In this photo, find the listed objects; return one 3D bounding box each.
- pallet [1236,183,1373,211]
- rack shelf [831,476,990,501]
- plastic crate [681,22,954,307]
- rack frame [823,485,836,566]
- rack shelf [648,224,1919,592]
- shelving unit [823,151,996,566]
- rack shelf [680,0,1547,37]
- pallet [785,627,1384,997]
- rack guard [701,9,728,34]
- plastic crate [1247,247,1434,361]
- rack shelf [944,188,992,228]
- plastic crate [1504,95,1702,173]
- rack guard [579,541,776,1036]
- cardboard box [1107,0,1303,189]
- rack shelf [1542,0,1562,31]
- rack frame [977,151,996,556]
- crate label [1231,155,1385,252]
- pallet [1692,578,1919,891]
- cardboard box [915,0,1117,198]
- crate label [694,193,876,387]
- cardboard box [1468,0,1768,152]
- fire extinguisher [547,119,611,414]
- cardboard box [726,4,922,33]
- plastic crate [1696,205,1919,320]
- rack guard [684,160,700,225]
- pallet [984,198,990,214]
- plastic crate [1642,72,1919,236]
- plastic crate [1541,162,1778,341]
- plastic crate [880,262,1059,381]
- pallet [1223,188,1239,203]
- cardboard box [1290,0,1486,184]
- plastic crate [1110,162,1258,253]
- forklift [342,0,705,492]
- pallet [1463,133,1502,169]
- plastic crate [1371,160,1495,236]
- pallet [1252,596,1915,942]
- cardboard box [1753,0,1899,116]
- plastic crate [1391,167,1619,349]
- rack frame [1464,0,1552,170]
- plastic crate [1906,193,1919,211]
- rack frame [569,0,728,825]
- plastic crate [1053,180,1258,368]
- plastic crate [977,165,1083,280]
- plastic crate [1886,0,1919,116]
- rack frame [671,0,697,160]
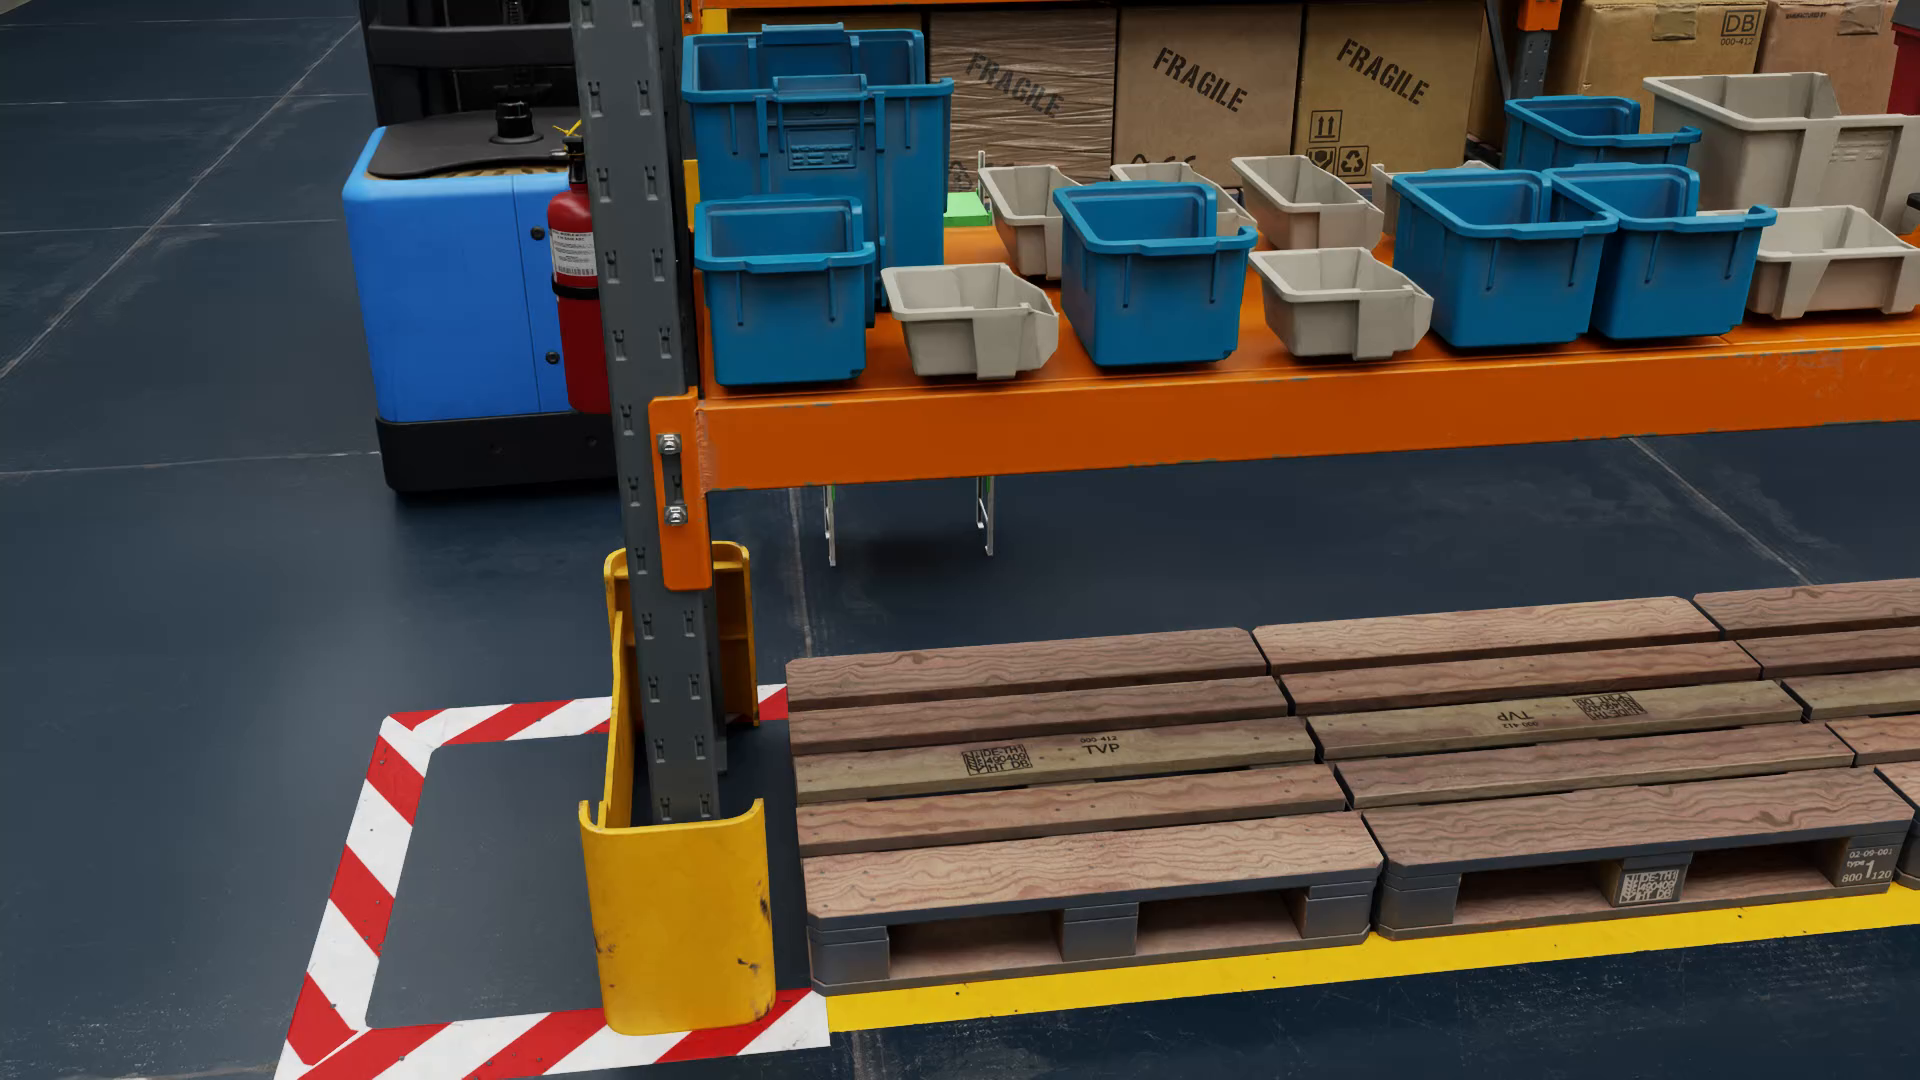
[{"bbox_3d":[1.908,-1.863,8.649,1.213,0.211,1.003,-4,27,-7],"label":"pallet"},{"bbox_3d":[-0.164,-0.253,5.094,0.480,0.148,0.258,-4,27,-7],"label":"rack shelf"},{"bbox_3d":[-0.294,-0.771,3.363,0.499,0.435,0.616,-4,27,-7],"label":"plastic crate"},{"bbox_3d":[-0.406,-0.508,4.925,0.015,1.200,0.240,-4,27,-7],"label":"rack frame"},{"bbox_3d":[1.381,-0.430,3.591,4.000,0.370,1.077,-4,27,-7],"label":"rack shelf"},{"bbox_3d":[-0.164,-0.523,4.956,0.503,1.200,0.258,-4,27,-7],"label":"shelving unit"},{"bbox_3d":[0.691,-2.669,7.955,4.000,0.370,1.077,-4,27,-7],"label":"rack shelf"},{"bbox_3d":[0.223,0.583,3.883,1.213,0.211,1.003,-4,27,-7],"label":"pallet"},{"bbox_3d":[-1.805,-4.003,12.505,0.348,0.500,1.175,-4,27,-7],"label":"rack guard"},{"bbox_3d":[0.692,-0.425,3.017,0.298,0.136,0.250,-4,27,-7],"label":"plastic crate"},{"bbox_3d":[-0.164,-0.894,4.766,0.480,0.148,0.258,-4,27,-7],"label":"rack shelf"},{"bbox_3d":[1.398,-0.822,3.684,0.300,0.233,0.416,-4,27,-7],"label":"plastic crate"},{"bbox_3d":[-0.621,0.496,3.735,0.348,0.500,1.175,-4,27,-7],"label":"rack guard"},{"bbox_3d":[1.115,-2.295,8.304,0.875,0.875,0.875,-4,27,-7],"label":"cardboard box"},{"bbox_3d":[4.652,-2.924,8.450,4.000,0.370,1.077,-4,27,-7],"label":"rack shelf"},{"bbox_3d":[0.078,-0.539,4.986,0.015,1.200,0.240,-4,27,-7],"label":"rack frame"},{"bbox_3d":[0.744,-0.707,3.565,0.243,0.136,0.396,-4,27,-7],"label":"crate label"},{"bbox_3d":[2.639,0.427,4.186,1.213,0.211,1.003,-4,27,-7],"label":"pallet"},{"bbox_3d":[0.234,-2.238,8.194,0.875,0.875,0.875,-4,27,-7],"label":"cardboard box"},{"bbox_3d":[-0.309,-0.442,2.944,0.303,0.233,0.416,-4,27,-7],"label":"crate label"},{"bbox_3d":[3.302,-2.408,8.524,0.875,0.875,1.225,-4,27,-7],"label":"cardboard box"},{"bbox_3d":[-0.812,-0.619,3.663,0.183,0.674,0.296,-4,27,-7],"label":"fire extinguisher"},{"bbox_3d":[-0.667,-2.181,8.081,0.875,0.875,0.875,-4,27,-7],"label":"cardboard box"},{"bbox_3d":[1.679,-0.540,3.240,0.466,0.136,0.293,-4,27,-7],"label":"plastic crate"},{"bbox_3d":[-1.313,-1.748,8.110,0.348,0.500,1.175,-4,27,-7],"label":"rack guard"},{"bbox_3d":[-0.509,-1.708,8.347,1.213,0.211,1.003,-4,27,-7],"label":"pallet"},{"bbox_3d":[1.824,-0.838,3.661,0.530,0.282,0.437,-4,27,-7],"label":"plastic crate"},{"bbox_3d":[1.292,-0.545,3.144,0.300,0.233,0.416,-4,27,-7],"label":"plastic crate"},{"bbox_3d":[0.020,-0.382,2.932,0.298,0.136,0.250,-4,27,-7],"label":"plastic crate"},{"bbox_3d":[0.697,-1.784,8.495,1.213,0.211,1.003,-4,27,-7],"label":"pallet"},{"bbox_3d":[2.007,-2.352,8.416,0.875,0.875,0.875,-4,27,-7],"label":"cardboard box"},{"bbox_3d":[0.472,-0.678,3.509,0.243,0.136,0.396,-4,27,-7],"label":"plastic crate"},{"bbox_3d":[-1.631,-2.110,6.152,1.130,2.935,3.031,-5,28,-9],"label":"forklift"},{"bbox_3d":[3.425,-1.959,8.837,1.213,0.211,1.003,-4,27,-7],"label":"pallet"},{"bbox_3d":[1.035,-0.734,3.618,0.250,0.136,0.298,-4,27,-7],"label":"plastic crate"},{"bbox_3d":[1.428,0.507,4.032,1.213,0.211,1.003,-4,27,-7],"label":"pallet"},{"bbox_3d":[4.187,-2.465,8.636,0.875,0.875,1.225,-5,28,-9],"label":"cardboard box"},{"bbox_3d":[0.995,-0.526,3.107,0.300,0.233,0.416,-4,27,-7],"label":"plastic crate"},{"bbox_3d":[2.671,-3.117,8.038,0.127,3.000,1.000,-4,27,-7],"label":"rack frame"},{"bbox_3d":[2.291,-0.589,3.348,0.590,0.125,0.437,-4,27,-7],"label":"plastic crate"},{"bbox_3d":[-0.600,-0.623,3.179,0.127,3.000,1.000,-4,27,-7],"label":"rack frame"},{"bbox_3d":[0.343,-0.484,3.025,0.300,0.233,0.416,-4,27,-7],"label":"plastic crate"},{"bbox_3d":[0.183,-0.666,3.486,0.243,0.136,0.396,-4,27,-7],"label":"plastic crate"},{"bbox_3d":[2.442,-0.989,3.756,0.583,0.464,0.402,-4,27,-7],"label":"plastic crate"},{"bbox_3d":[-1.290,-2.862,7.542,0.127,3.000,1.000,-4,27,-7],"label":"rack frame"}]
